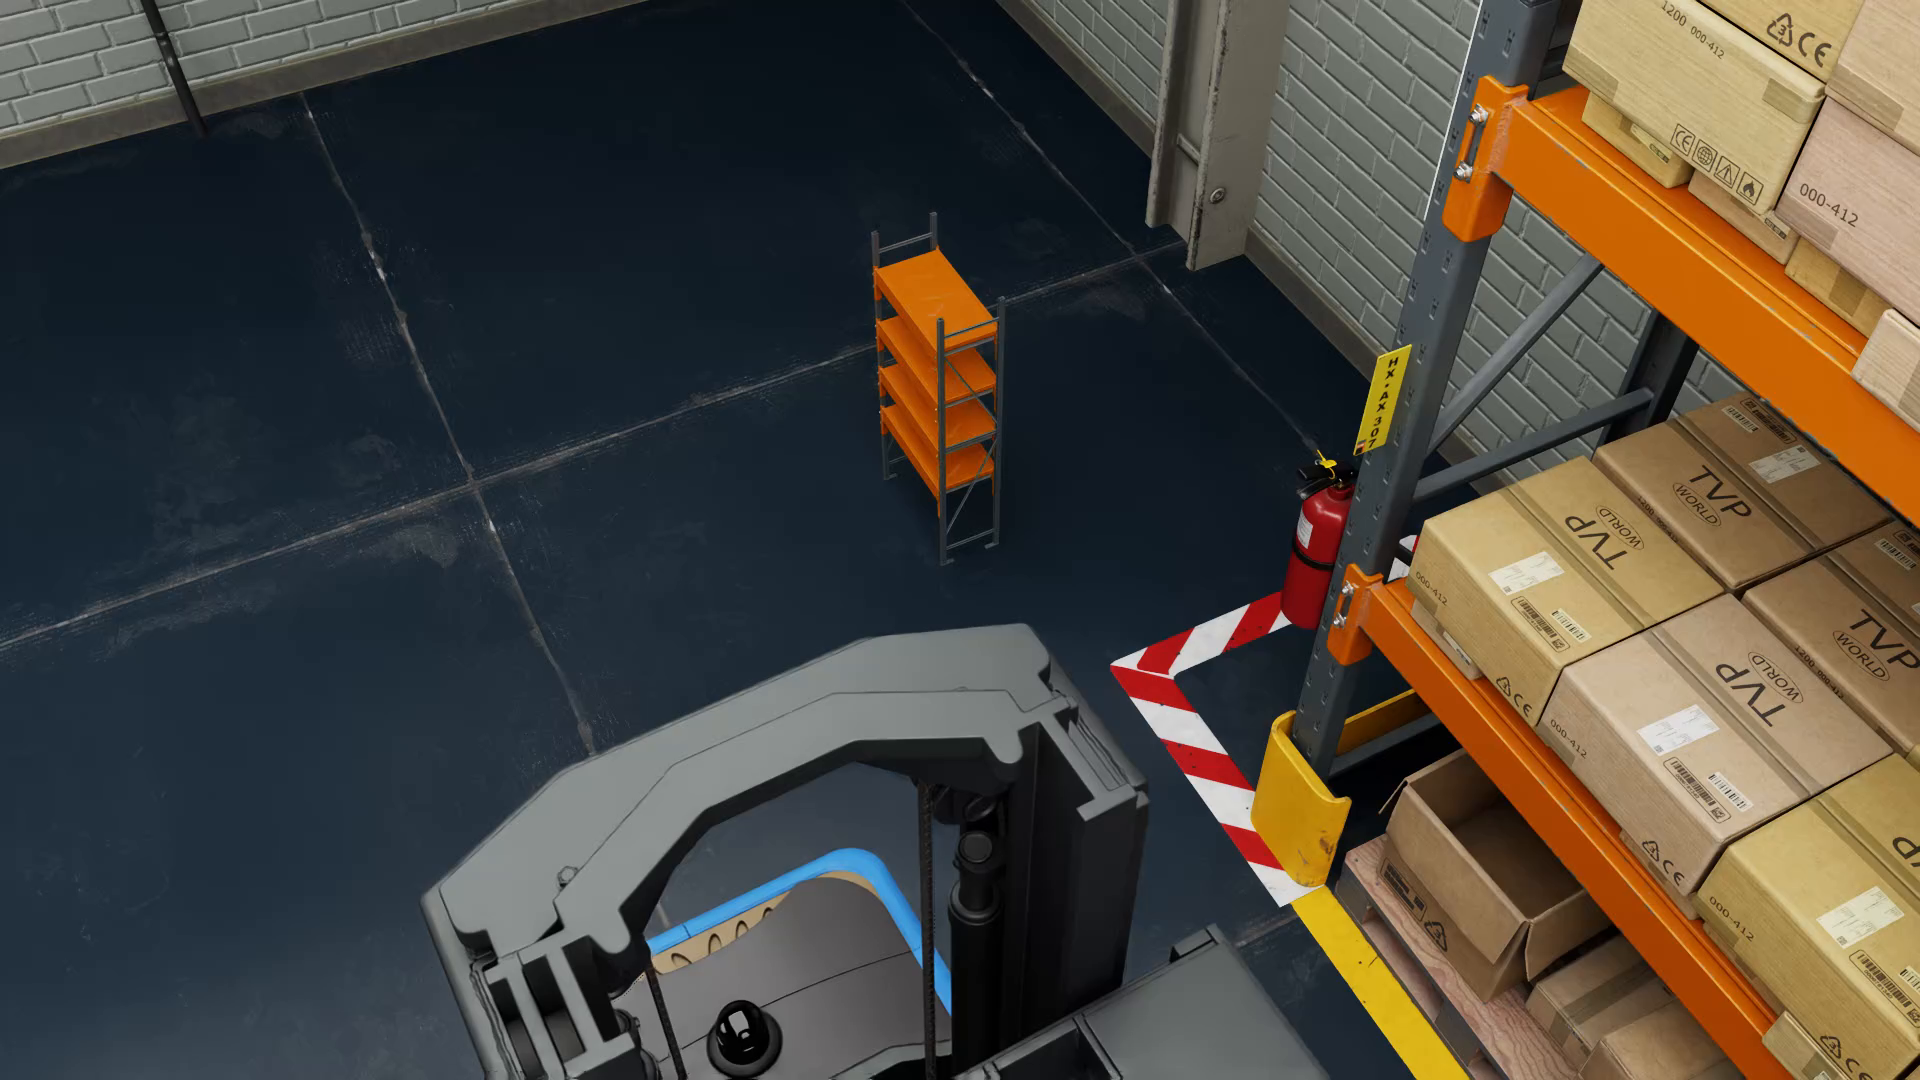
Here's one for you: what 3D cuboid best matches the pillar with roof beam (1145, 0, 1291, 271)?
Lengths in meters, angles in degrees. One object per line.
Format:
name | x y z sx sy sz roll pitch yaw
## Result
pillar with roof beam | -2.768 -2.840 2.756 9.100 9.000 0.400 -21 52 -18

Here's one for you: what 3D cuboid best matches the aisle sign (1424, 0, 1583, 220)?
aisle sign | 1.200 -1.033 3.434 0.394 0.787 0.004 -21 52 -18

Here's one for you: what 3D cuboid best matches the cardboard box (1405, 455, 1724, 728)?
cardboard box | 1.461 0.115 4.059 0.500 0.250 0.500 -21 52 -17

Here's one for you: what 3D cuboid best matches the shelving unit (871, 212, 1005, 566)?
shelving unit | -0.076 -0.506 5.895 0.258 1.200 0.503 -21 52 -18

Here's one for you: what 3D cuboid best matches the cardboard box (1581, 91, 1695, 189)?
cardboard box | 1.432 -0.844 3.170 0.380 0.149 0.250 -20 52 -17

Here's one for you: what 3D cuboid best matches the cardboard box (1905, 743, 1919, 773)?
cardboard box | 2.396 0.613 3.623 0.500 0.250 0.500 -20 52 -16

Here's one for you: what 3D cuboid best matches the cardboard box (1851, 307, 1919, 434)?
cardboard box | 1.700 -0.298 2.692 0.380 0.149 0.250 -20 52 -17

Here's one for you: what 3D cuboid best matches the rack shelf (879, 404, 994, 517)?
rack shelf | -0.076 -0.331 6.095 0.258 0.148 0.480 -21 52 -18

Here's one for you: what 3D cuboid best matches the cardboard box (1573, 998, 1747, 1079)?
cardboard box | 2.045 1.479 4.345 0.700 0.500 0.500 -19 52 -16

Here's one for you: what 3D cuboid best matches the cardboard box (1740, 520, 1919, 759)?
cardboard box | 2.174 0.280 3.914 0.500 0.250 0.500 -21 52 -17

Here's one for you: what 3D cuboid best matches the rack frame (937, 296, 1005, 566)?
rack frame | 0.036 -0.342 5.752 0.240 1.200 0.015 -21 52 -18

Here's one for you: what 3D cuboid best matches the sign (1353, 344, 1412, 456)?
sign | 1.010 -0.331 3.972 0.100 0.325 0.005 -21 52 -18

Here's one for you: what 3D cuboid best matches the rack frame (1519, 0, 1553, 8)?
rack frame | 1.493 -2.208 2.203 1.000 3.000 0.127 -21 52 -18

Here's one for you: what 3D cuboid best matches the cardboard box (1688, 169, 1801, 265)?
cardboard box | 1.575 -0.678 3.024 0.380 0.149 0.250 -20 52 -17

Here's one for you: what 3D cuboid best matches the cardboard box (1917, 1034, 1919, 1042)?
cardboard box | 2.147 0.872 2.899 0.500 0.500 0.500 -20 52 -17

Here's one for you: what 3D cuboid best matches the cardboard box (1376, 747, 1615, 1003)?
cardboard box | 1.688 0.893 4.856 0.797 0.503 0.637 -23 53 -19

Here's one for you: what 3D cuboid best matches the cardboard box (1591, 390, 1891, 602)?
cardboard box | 1.939 -0.065 4.216 0.500 0.250 0.500 -20 52 -16

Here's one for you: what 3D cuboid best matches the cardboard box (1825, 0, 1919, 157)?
cardboard box | 1.688 -0.703 2.449 0.500 0.250 0.500 -22 52 -18

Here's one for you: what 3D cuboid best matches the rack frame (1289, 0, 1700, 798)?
rack frame | 1.493 -0.233 4.461 1.000 3.000 0.127 -21 52 -18

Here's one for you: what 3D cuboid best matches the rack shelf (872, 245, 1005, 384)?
rack shelf | -0.076 -0.764 5.599 0.258 0.148 0.480 -21 52 -18

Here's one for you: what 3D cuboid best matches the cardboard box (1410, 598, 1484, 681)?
cardboard box | 1.399 0.164 4.281 0.380 0.149 0.250 -22 52 -18

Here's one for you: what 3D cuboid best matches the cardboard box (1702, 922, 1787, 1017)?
cardboard box | 1.895 0.848 3.682 0.380 0.149 0.250 -20 52 -17

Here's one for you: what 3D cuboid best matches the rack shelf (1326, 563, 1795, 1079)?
rack shelf | 2.408 1.342 3.561 1.077 0.370 4.000 -21 52 -18

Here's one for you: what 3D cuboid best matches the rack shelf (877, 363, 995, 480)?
rack shelf | -0.076 -0.462 5.946 0.258 0.148 0.480 -21 52 -18

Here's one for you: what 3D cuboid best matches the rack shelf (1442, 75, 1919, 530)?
rack shelf | 2.408 0.355 2.432 1.077 0.370 4.000 -21 52 -18

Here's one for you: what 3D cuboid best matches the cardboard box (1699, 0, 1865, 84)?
cardboard box | 1.472 -1.050 2.753 0.500 0.250 0.500 -22 52 -18

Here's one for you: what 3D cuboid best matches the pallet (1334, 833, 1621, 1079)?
pallet | 1.893 1.269 5.000 1.003 0.211 1.213 -21 52 -18

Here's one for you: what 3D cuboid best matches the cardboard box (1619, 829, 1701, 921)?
cardboard box | 1.769 0.673 3.836 0.380 0.149 0.250 -20 52 -16

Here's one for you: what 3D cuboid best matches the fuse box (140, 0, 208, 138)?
fuse box | -3.586 -2.488 7.290 0.539 1.711 0.414 -21 52 -18

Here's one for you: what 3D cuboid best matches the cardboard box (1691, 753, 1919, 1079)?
cardboard box | 1.926 0.790 3.468 0.500 0.250 0.500 -22 52 -18

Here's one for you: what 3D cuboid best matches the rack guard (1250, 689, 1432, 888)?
rack guard | 1.527 0.641 5.357 1.175 0.500 0.348 -21 52 -18

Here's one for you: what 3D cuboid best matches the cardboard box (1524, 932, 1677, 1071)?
cardboard box | 1.848 1.307 4.729 0.380 0.149 0.250 -23 53 -19

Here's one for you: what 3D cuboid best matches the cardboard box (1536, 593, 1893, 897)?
cardboard box | 1.692 0.452 3.764 0.500 0.250 0.500 -21 52 -17

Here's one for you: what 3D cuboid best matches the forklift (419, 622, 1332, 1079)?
forklift | 0.059 1.639 2.869 1.130 2.935 3.031 -23 53 -19

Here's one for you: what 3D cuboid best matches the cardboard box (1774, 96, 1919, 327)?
cardboard box | 1.704 -0.545 2.643 0.500 0.250 0.500 -20 52 -17

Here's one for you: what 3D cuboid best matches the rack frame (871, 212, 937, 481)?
rack frame | -0.187 -0.669 6.038 0.240 1.200 0.015 -21 52 -18

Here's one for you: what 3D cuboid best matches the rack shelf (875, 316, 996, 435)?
rack shelf | -0.076 -0.609 5.778 0.258 0.148 0.480 -21 52 -18

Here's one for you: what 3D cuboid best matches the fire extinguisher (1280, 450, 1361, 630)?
fire extinguisher | 1.014 -0.024 4.577 0.296 0.674 0.183 -21 52 -18

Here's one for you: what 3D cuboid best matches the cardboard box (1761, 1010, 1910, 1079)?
cardboard box | 1.944 1.043 3.511 0.380 0.149 0.250 -23 53 -19

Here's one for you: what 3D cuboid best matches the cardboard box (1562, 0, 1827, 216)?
cardboard box | 1.453 -0.878 2.934 0.500 0.250 0.500 -22 52 -18

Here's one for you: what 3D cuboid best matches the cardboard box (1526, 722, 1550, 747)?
cardboard box | 1.557 0.318 4.146 0.380 0.149 0.250 -20 52 -17

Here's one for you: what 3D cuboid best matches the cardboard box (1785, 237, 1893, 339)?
cardboard box | 1.677 -0.500 2.869 0.380 0.149 0.250 -21 52 -17
